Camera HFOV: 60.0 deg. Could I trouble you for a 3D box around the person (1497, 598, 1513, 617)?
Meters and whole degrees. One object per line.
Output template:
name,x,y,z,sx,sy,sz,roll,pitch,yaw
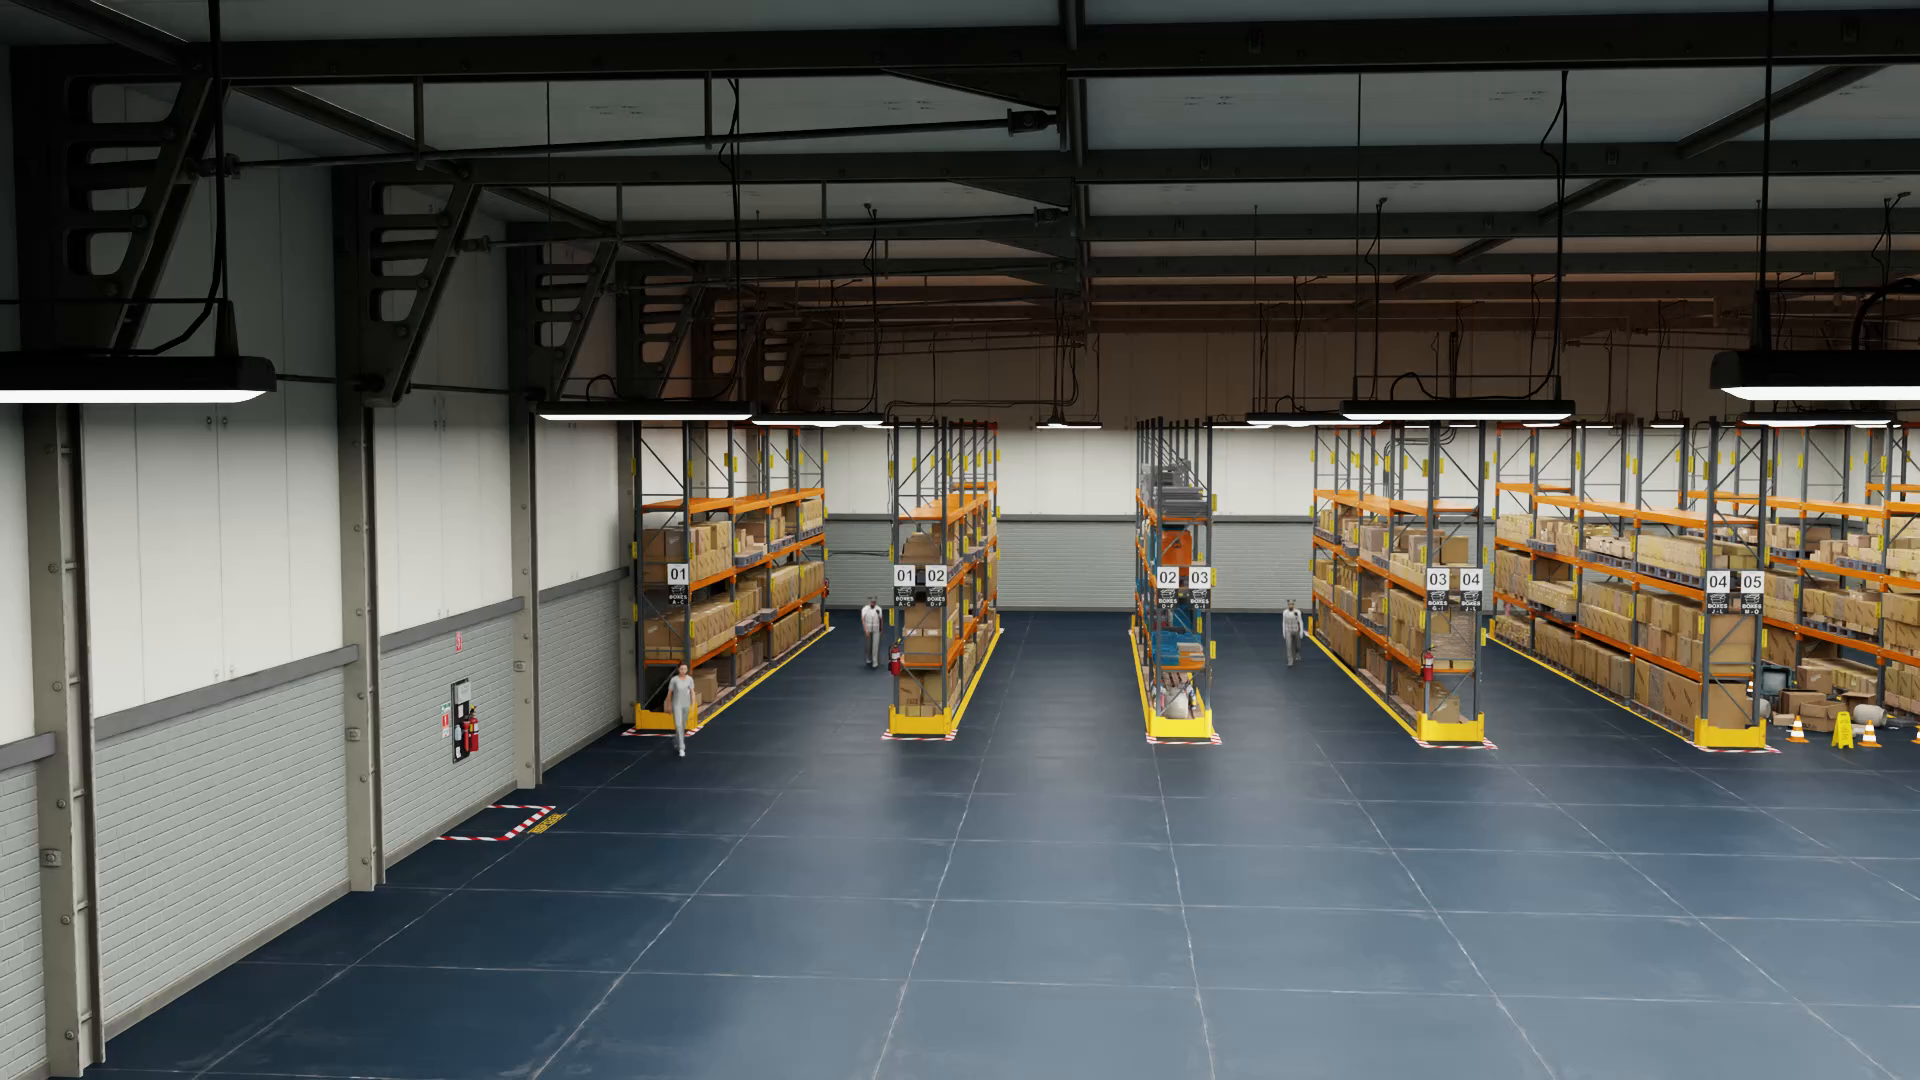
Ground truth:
person,16.224,1.673,49.309,0.488,1.600,1.097,3,5,39

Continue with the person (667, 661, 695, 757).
person,-4.931,2.960,29.484,0.484,1.617,0.928,-3,5,-35

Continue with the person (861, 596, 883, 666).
person,-2.135,2.203,40.619,0.546,1.693,1.010,-1,4,-8

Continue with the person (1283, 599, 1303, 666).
person,8.171,2.237,40.803,0.508,1.636,0.926,1,4,13
